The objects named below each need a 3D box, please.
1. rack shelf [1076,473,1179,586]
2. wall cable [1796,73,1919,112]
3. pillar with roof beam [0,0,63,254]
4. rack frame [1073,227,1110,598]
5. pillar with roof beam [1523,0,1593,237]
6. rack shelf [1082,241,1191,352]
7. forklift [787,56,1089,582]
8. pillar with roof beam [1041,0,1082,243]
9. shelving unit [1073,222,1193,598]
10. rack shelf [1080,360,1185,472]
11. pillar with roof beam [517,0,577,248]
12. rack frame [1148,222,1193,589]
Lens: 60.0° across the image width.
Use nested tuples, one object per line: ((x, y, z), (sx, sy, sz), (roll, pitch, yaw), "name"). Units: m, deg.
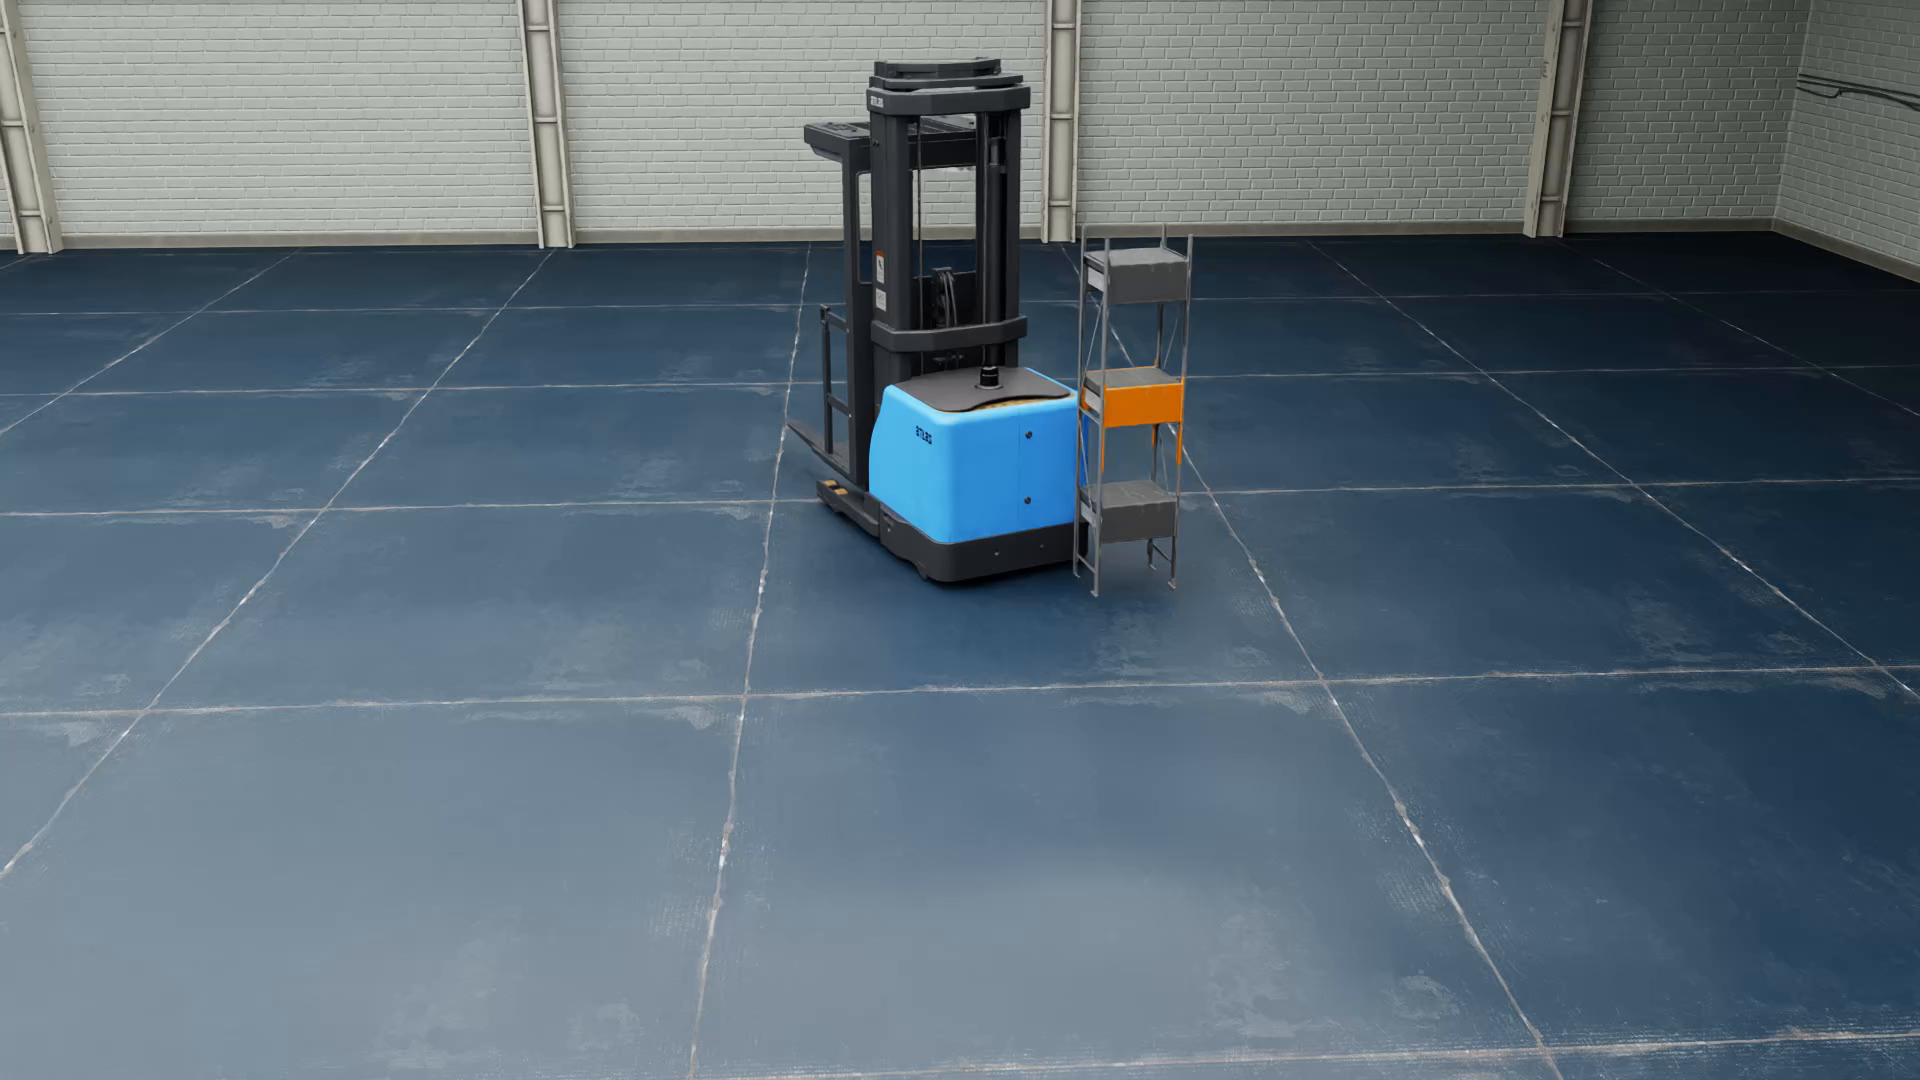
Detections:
((0.981, -0.067, 9.851), (0.480, 0.518, 0.431), (-6, 22, -15), "rack shelf")
((10.197, -6.105, 18.373), (0.112, 2.526, 3.097), (-1, 21, -3), "wall cable")
((-10.545, -6.071, 13.920), (0.400, 9.000, 9.100), (-1, 21, -3), "pillar with roof beam")
((0.746, -0.709, 9.533), (0.015, 2.100, 0.400), (-6, 22, -15), "rack frame")
((7.426, -6.437, 14.881), (0.400, 9.000, 9.100), (-1, 21, -3), "pillar with roof beam")
((0.981, -1.375, 9.353), (0.480, 0.518, 0.431), (-6, 22, -15), "rack shelf")
((-0.315, -1.609, 10.727), (1.130, 2.935, 3.031), (-10, 23, -24), "forklift")
((1.436, -6.315, 14.561), (0.400, 9.000, 9.100), (-1, 21, -3), "pillar with roof beam")
((0.981, -0.734, 9.597), (0.503, 2.100, 0.431), (-6, 22, -15), "shelving unit")
((0.981, -0.721, 9.602), (0.480, 0.518, 0.431), (-6, 22, -15), "rack shelf")
((-4.555, -6.193, 14.241), (0.400, 9.000, 9.100), (-1, 21, -3), "pillar with roof beam")
((1.215, -0.758, 9.661), (0.015, 2.100, 0.400), (-6, 22, -15), "rack frame")
